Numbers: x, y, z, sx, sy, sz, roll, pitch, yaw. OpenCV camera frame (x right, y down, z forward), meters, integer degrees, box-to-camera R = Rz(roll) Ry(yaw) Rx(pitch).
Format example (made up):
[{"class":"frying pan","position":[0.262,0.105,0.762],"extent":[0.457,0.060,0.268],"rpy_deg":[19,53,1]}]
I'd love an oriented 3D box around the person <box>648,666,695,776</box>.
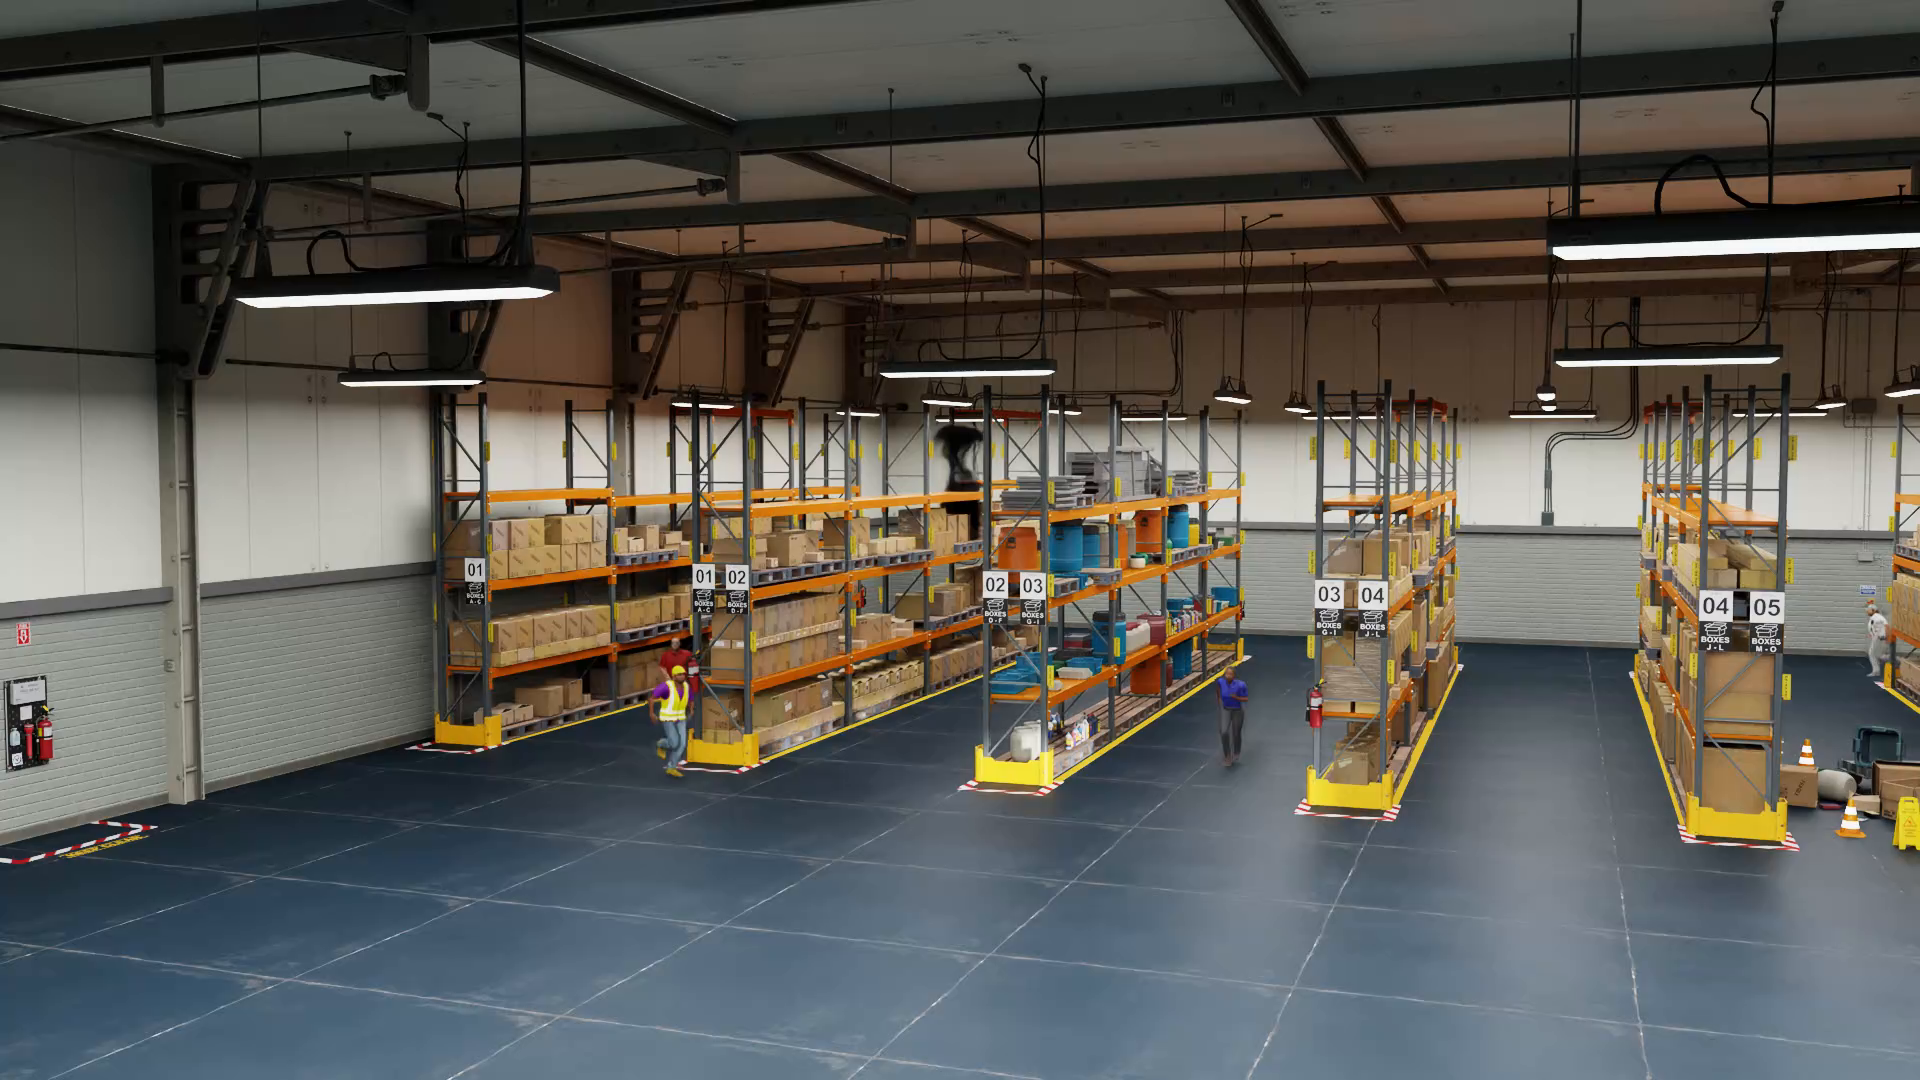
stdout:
[{"class":"person","position":[-4.453,2.792,25.762],"extent":[0.738,1.714,0.692],"rpy_deg":[-3,4,-41]}]

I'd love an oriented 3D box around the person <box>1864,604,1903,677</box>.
[{"class":"person","position":[20.518,2.244,37.015],"extent":[0.761,1.617,0.593],"rpy_deg":[1,3,19]}]

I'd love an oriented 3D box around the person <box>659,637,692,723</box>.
[{"class":"person","position":[-5.064,2.573,29.766],"extent":[0.647,1.679,0.670],"rpy_deg":[0,3,-2]}]

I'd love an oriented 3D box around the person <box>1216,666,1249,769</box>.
[{"class":"person","position":[4.326,2.796,26.418],"extent":[0.568,1.615,0.901],"rpy_deg":[1,3,17]}]
